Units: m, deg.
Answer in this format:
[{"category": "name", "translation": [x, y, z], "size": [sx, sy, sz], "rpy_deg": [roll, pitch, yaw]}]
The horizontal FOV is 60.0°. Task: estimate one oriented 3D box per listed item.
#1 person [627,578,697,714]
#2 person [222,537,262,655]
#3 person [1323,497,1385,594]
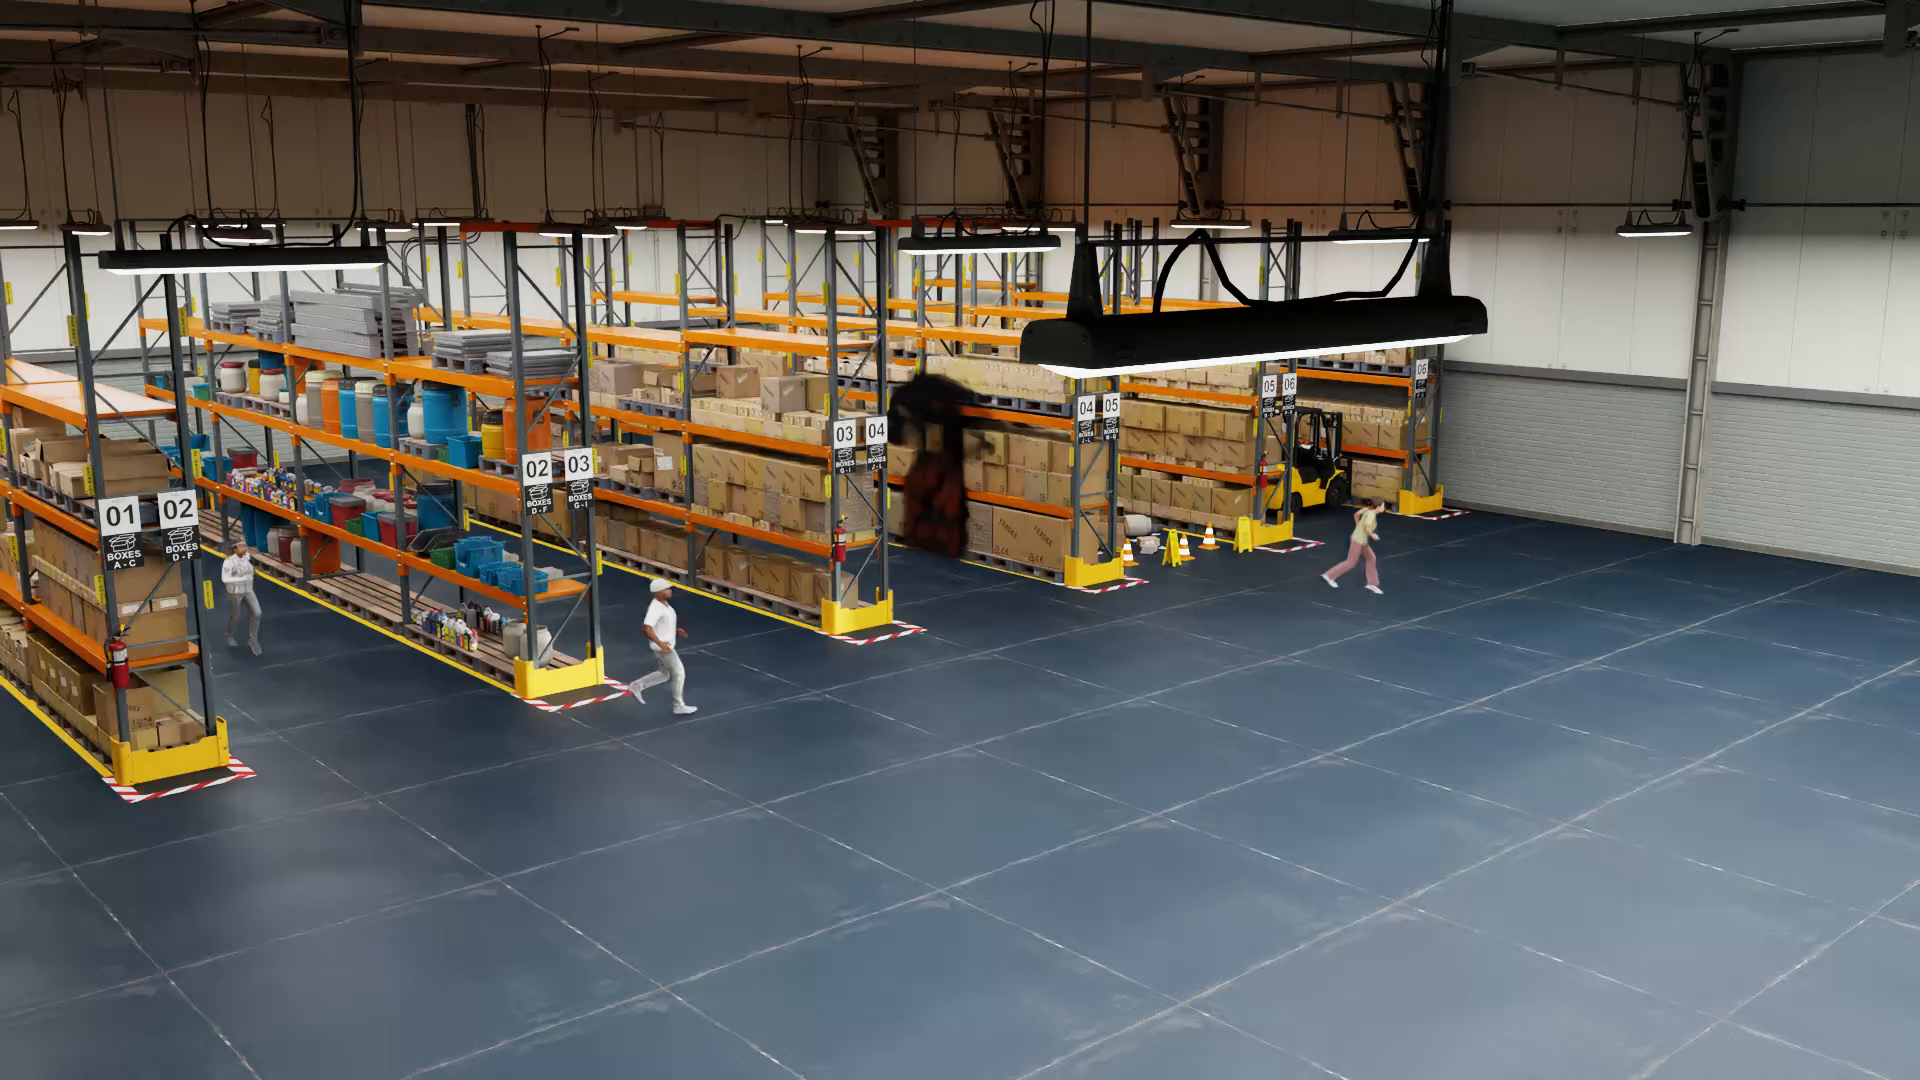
[{"category": "person", "translation": [-3.760, 1.333, 20.847], "size": [0.868, 1.741, 0.736], "rpy_deg": [-1, 11, -7]}, {"category": "person", "translation": [-10.321, 0.777, 23.806], "size": [0.828, 1.727, 0.637], "rpy_deg": [7, 13, 31]}, {"category": "person", "translation": [6.520, 0.092, 27.478], "size": [1.003, 1.625, 0.614], "rpy_deg": [0, 11, 2]}]
